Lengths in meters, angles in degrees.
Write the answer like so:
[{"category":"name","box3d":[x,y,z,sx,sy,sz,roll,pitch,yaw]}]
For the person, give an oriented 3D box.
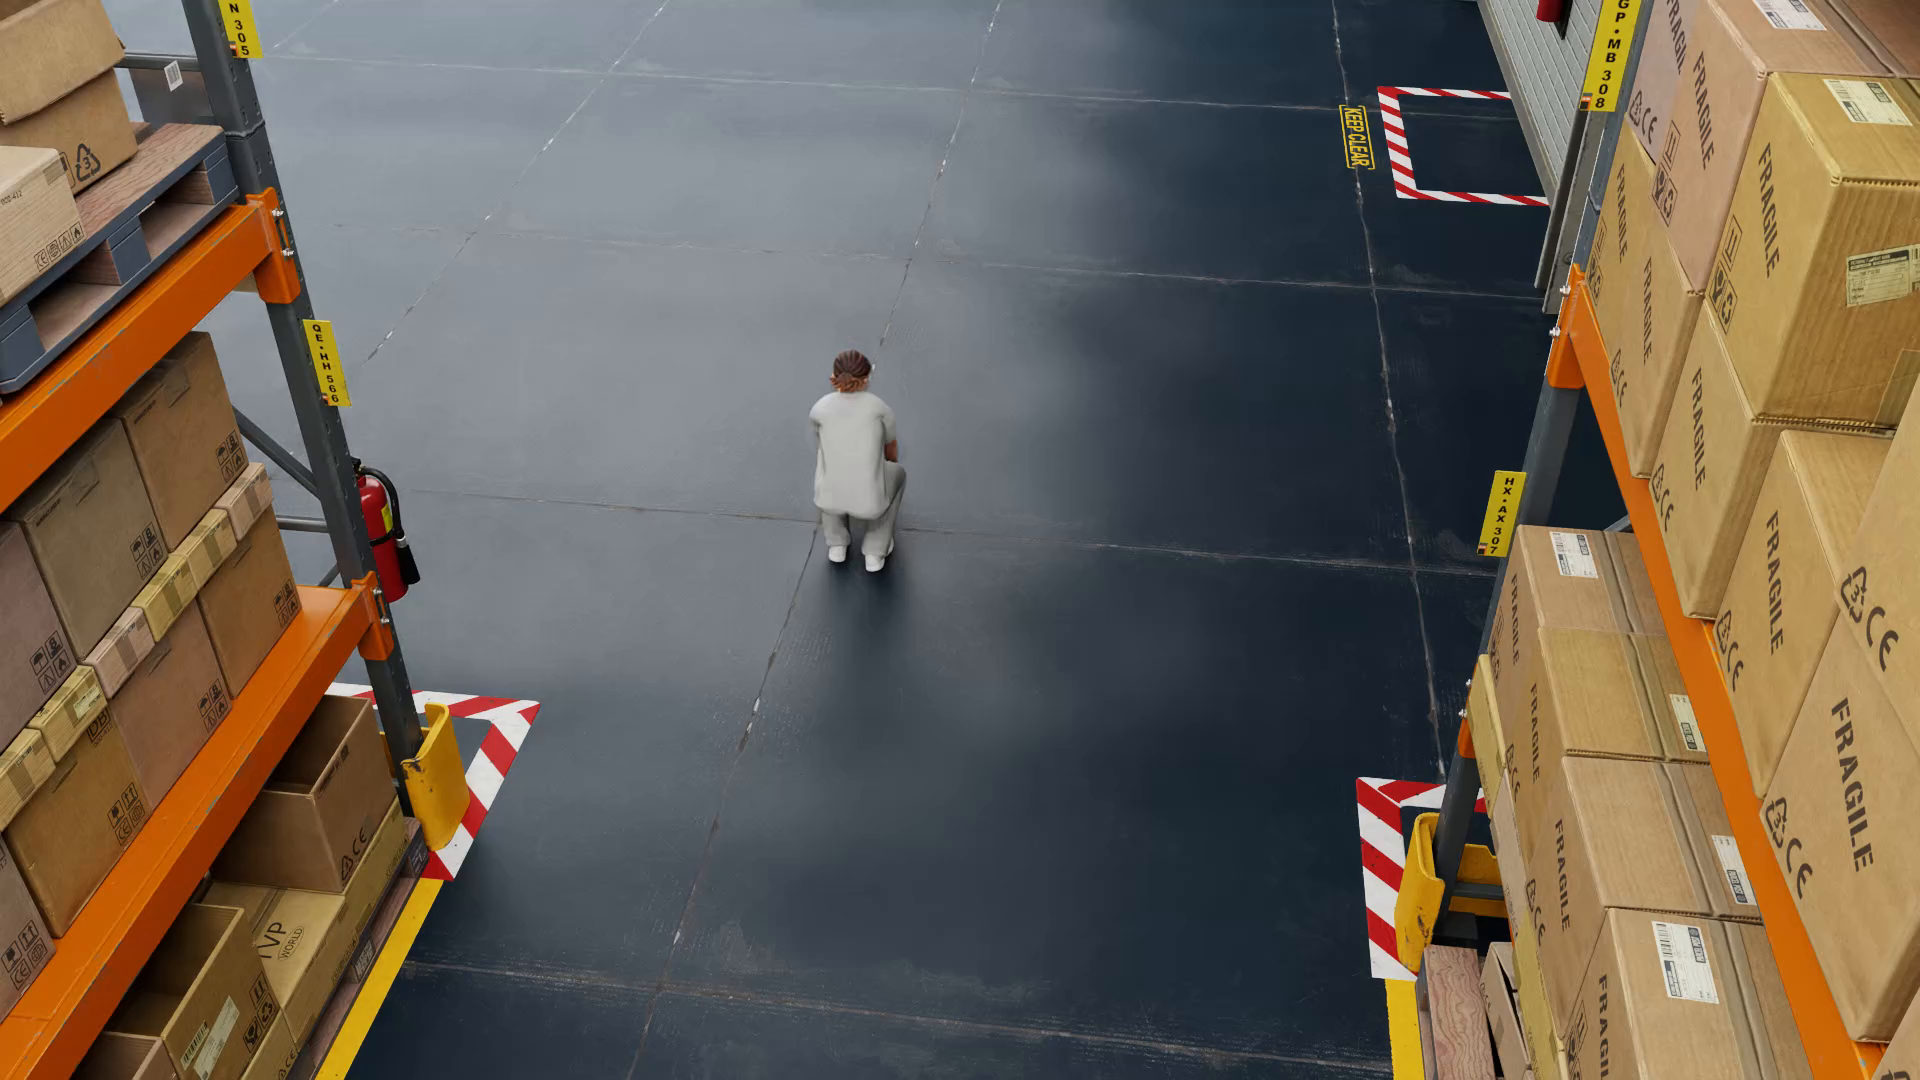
[{"category":"person","box3d":[-0.514,-0.391,8.190,0.465,0.955,0.804,4,36,5]}]
